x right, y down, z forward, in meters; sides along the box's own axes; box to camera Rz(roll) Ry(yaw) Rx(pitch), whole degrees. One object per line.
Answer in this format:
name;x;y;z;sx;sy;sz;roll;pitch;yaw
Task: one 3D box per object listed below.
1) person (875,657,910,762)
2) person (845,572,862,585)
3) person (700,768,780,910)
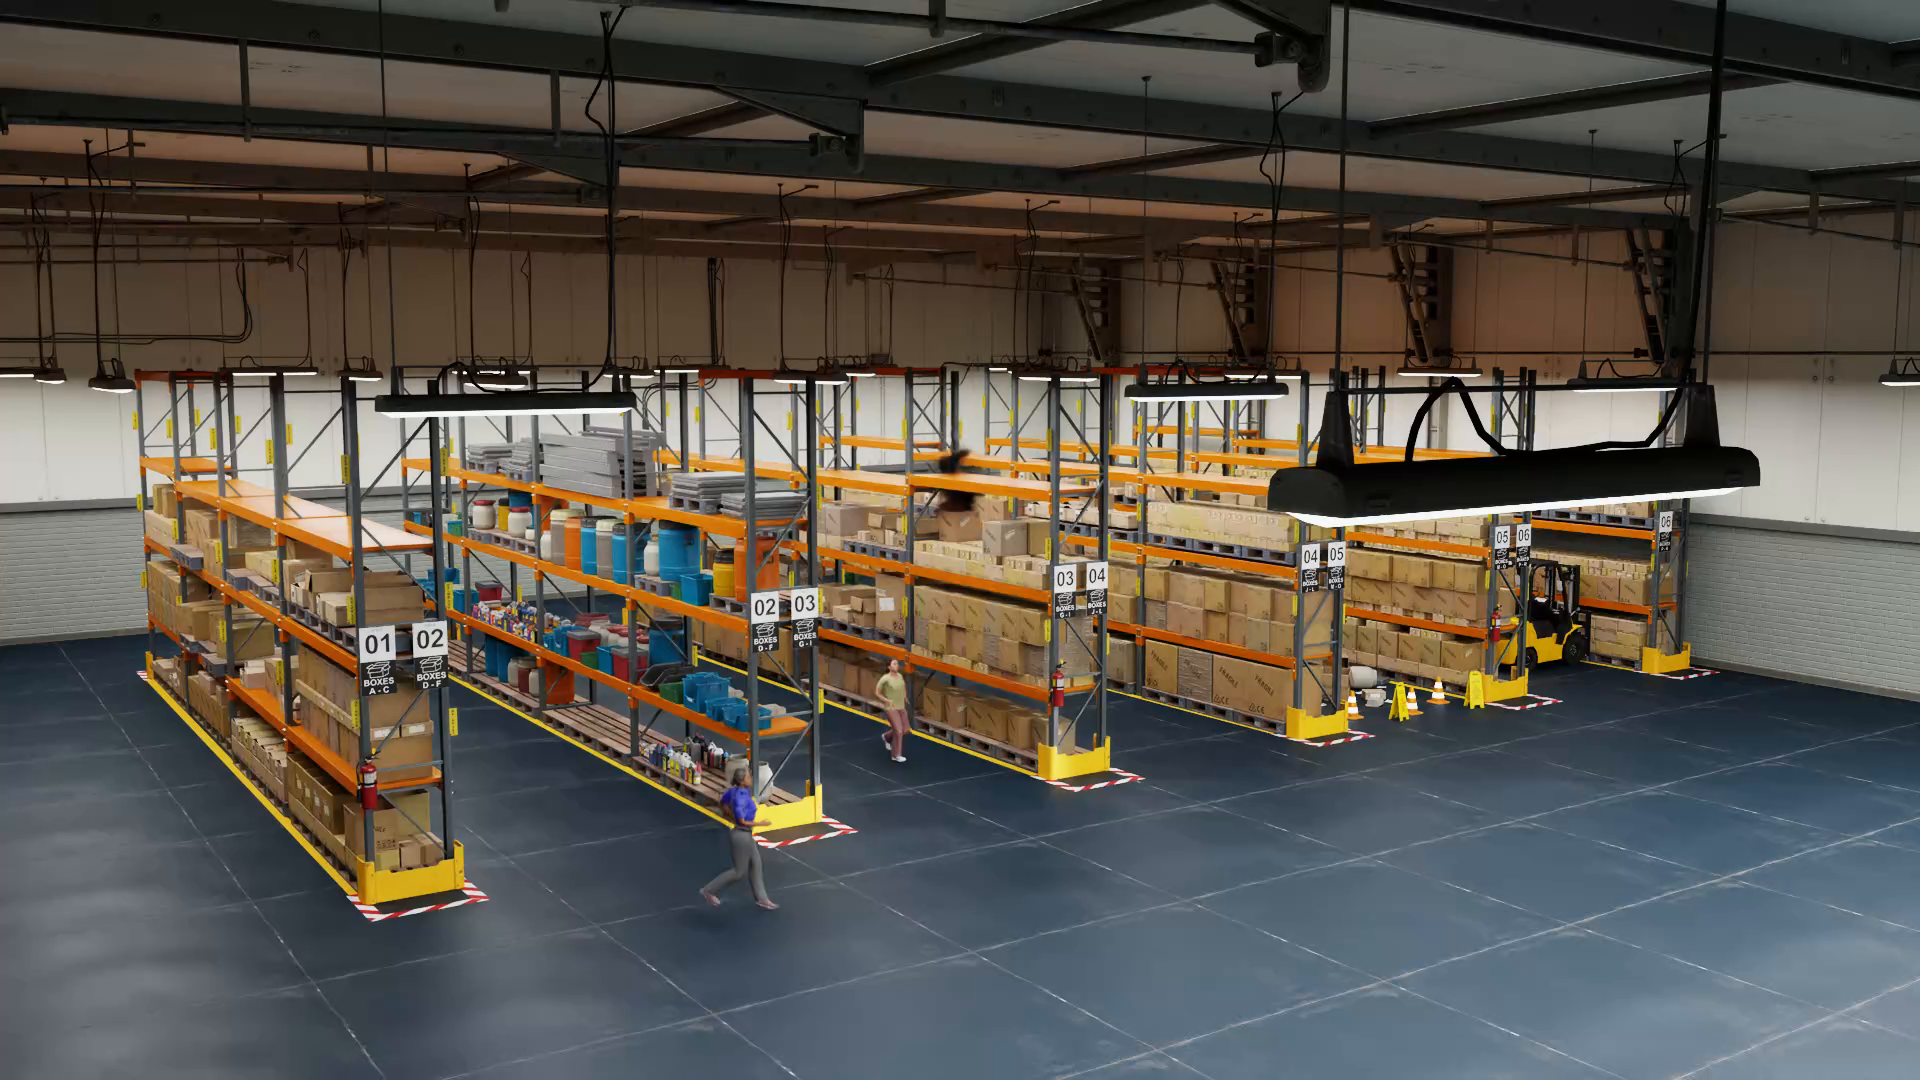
person;-1.057;2.612;25.830;0.580;1.619;0.609;-6;9;-43
person;-2.705;0.724;42.119;0.867;1.747;0.698;2;7;14
person;-2.496;3.399;18.781;0.903;1.680;0.595;-1;7;-12
